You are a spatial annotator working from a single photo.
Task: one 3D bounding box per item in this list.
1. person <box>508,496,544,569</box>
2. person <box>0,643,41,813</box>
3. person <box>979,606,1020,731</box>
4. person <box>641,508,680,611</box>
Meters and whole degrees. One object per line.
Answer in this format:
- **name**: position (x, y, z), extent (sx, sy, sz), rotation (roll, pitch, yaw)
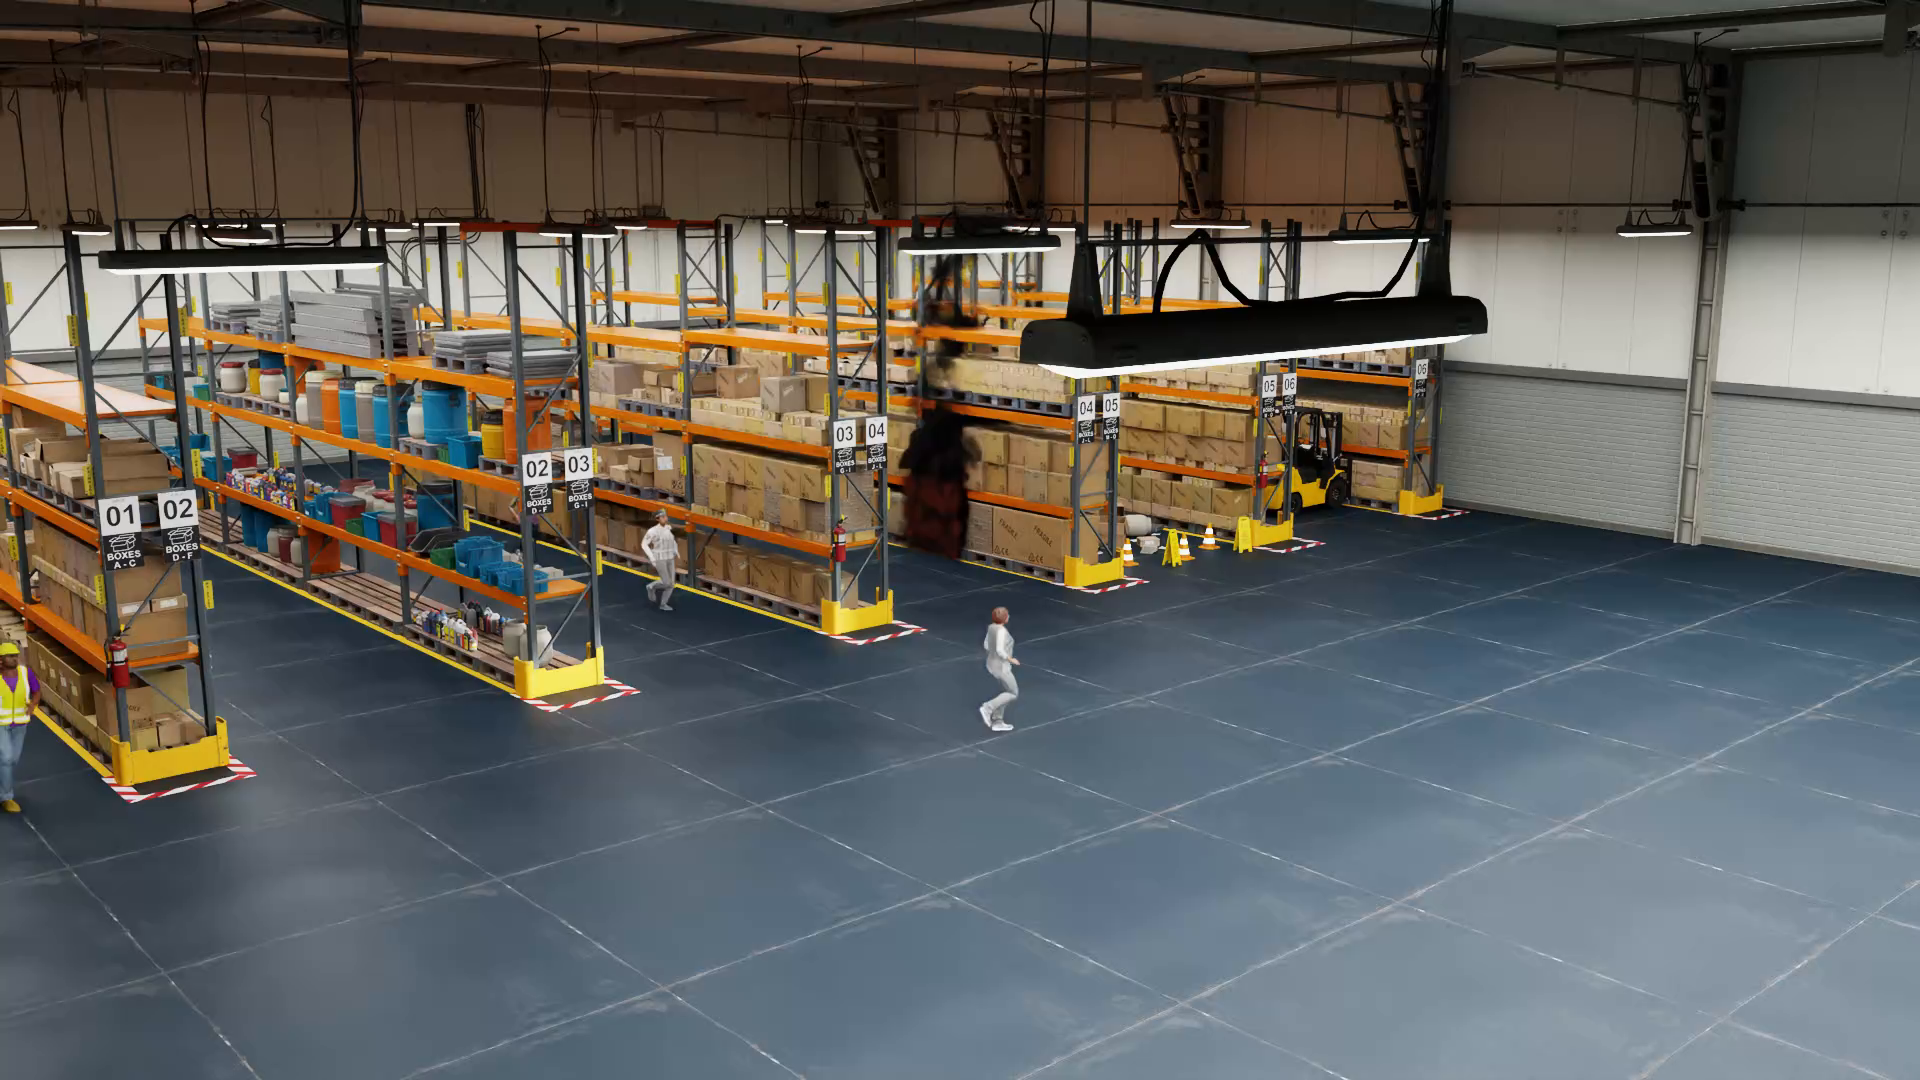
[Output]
- **person**: position (-7.593, -0.285, 29.198), extent (0.877, 1.576, 0.543), rotation (10, 15, 40)
- **person**: position (-10.214, 1.964, 17.832), extent (0.877, 1.765, 0.738), rotation (9, 14, 38)
- **person**: position (0.458, 1.567, 20.186), extent (0.532, 1.552, 0.523), rotation (-5, 12, -22)
- **person**: position (-4.687, 0.302, 26.243), extent (0.550, 1.652, 0.618), rotation (10, 15, 41)
